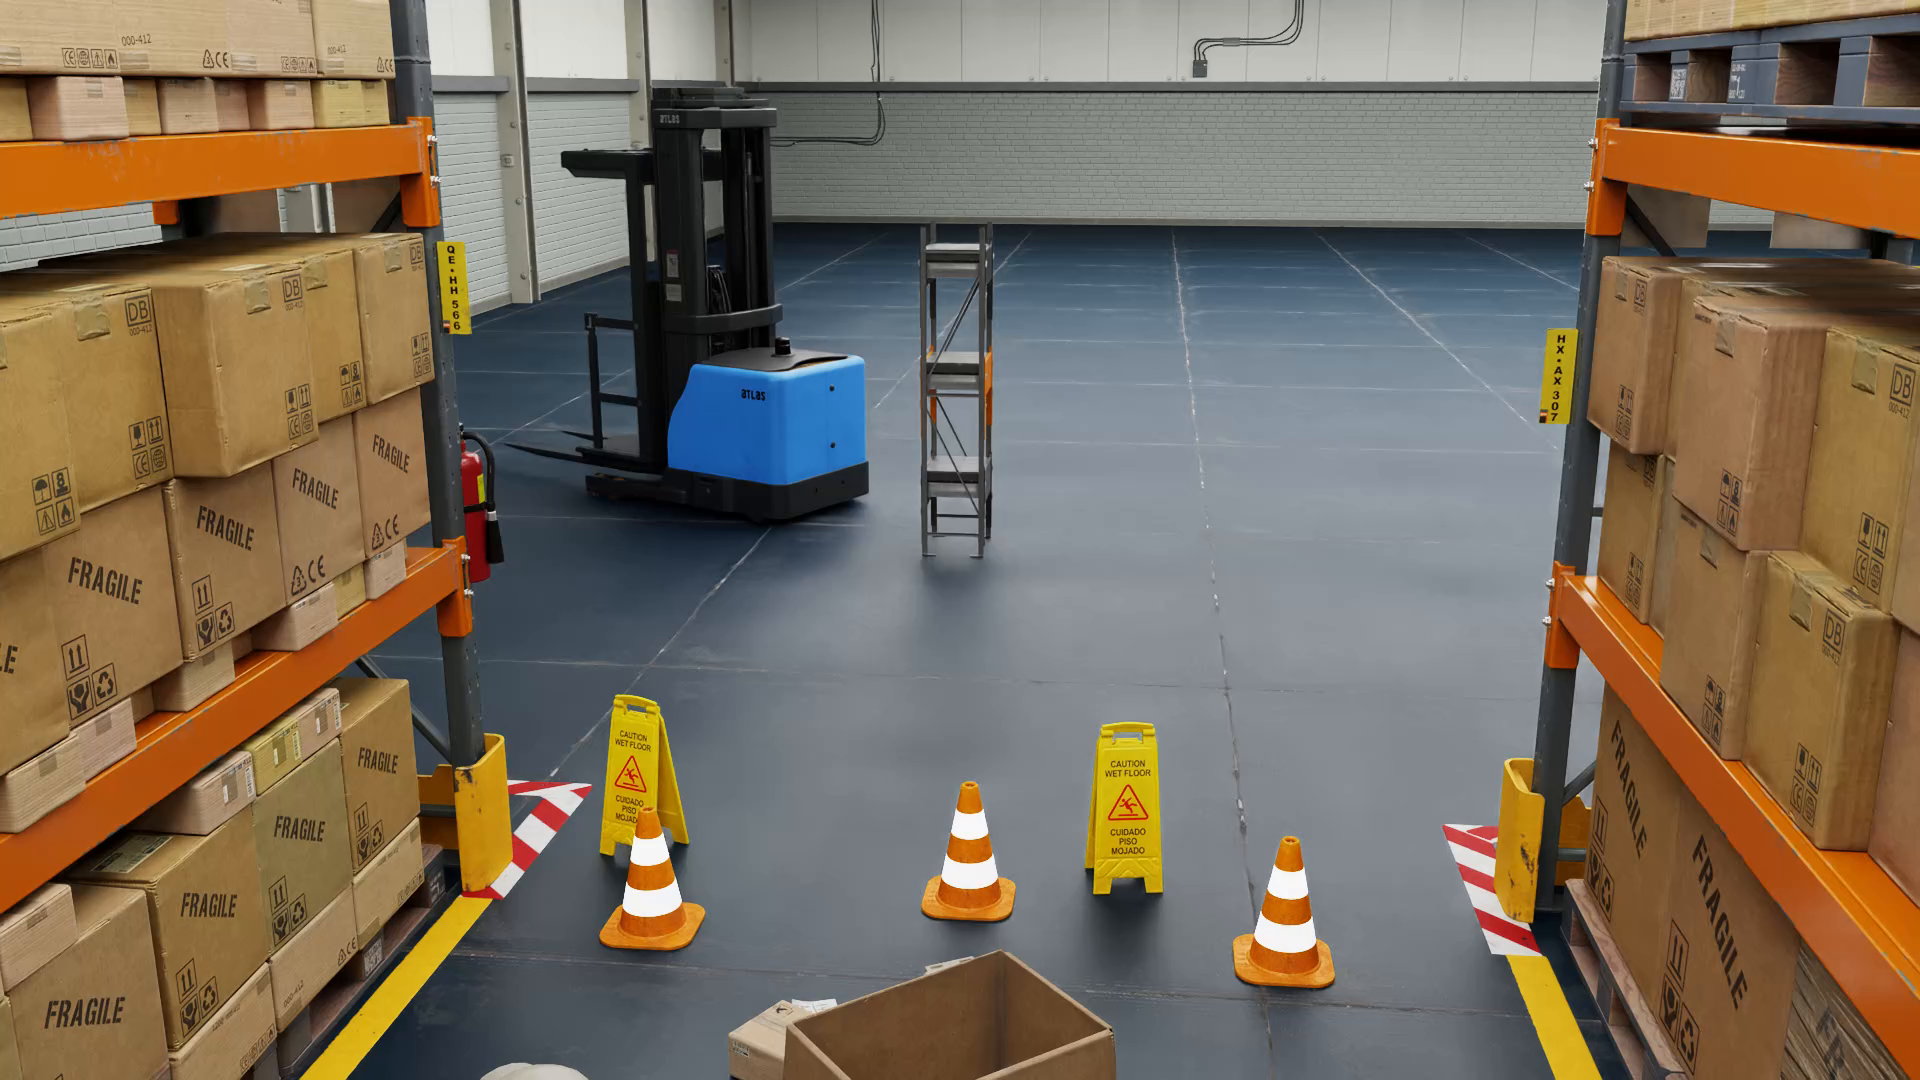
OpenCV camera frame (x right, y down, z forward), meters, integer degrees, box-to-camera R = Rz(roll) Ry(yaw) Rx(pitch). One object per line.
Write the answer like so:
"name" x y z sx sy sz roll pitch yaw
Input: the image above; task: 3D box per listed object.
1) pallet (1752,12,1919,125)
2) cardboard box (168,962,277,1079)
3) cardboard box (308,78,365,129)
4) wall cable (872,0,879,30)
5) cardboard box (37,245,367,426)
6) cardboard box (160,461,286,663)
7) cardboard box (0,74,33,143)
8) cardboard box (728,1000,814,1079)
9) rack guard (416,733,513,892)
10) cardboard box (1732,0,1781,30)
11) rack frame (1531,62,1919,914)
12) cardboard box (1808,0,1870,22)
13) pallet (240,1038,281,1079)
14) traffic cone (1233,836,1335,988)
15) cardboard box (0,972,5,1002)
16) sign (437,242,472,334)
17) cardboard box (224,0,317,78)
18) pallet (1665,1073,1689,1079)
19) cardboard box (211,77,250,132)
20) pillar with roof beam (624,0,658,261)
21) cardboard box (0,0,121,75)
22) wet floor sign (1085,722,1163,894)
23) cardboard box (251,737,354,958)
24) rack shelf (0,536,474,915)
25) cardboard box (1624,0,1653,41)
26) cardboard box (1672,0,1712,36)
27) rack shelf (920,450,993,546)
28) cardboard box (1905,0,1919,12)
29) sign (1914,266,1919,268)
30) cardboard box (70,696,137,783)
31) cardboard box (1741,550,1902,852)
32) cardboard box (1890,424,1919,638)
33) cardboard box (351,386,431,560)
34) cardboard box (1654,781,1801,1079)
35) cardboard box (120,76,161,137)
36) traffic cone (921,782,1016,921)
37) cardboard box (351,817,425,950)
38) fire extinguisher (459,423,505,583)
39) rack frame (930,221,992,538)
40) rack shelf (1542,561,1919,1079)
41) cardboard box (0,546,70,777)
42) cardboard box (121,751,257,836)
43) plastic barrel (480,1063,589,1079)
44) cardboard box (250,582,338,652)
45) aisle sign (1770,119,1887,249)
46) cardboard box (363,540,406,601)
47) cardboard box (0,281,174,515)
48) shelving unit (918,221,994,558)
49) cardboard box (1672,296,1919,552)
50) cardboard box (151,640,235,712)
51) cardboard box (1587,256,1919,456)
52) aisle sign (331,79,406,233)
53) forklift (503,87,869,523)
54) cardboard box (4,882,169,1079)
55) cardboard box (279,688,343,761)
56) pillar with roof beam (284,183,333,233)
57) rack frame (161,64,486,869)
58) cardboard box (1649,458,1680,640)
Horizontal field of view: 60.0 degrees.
"pallet" 2.380 -0.978 3.455 1.003 0.211 1.213 2 15 6
"cardboard box" -2.285 1.410 4.664 0.500 0.250 0.500 1 15 4
"cardboard box" -2.099 -1.363 5.190 0.380 0.149 0.250 2 15 7
"wall cable" -0.528 -12.455 36.256 3.097 2.526 0.112 2 15 6
"cardboard box" -2.246 -0.607 4.983 0.700 0.500 0.500 2 15 7
"cardboard box" -2.249 0.014 4.602 0.500 0.500 0.500 2 15 6
"cardboard box" -2.338 -0.966 3.722 0.380 0.149 0.250 2 15 7
"cardboard box" -0.482 1.573 5.059 0.380 0.149 0.250 11 19 35
"rack guard" -2.349 1.024 6.417 1.175 0.500 0.348 2 15 6
"cardboard box" 2.118 -1.319 4.032 0.380 0.149 0.250 2 15 6
"rack frame" 2.589 -0.083 5.721 1.000 3.000 0.127 2 15 6
"cardboard box" 2.061 -1.188 3.546 0.380 0.149 0.250 2 15 7
"pallet" -2.616 1.689 4.512 1.003 0.211 1.213 2 15 6
"traffic cone" 1.118 1.238 5.698 0.336 0.463 0.334 2 15 6
"cardboard box" -2.328 0.976 3.591 0.380 0.149 0.250 2 15 8
"sign" -1.792 -0.892 5.891 0.100 0.325 0.005 2 15 6
"cardboard box" -2.202 -1.451 4.751 0.500 0.250 0.500 1 15 5
"pallet" 2.436 1.789 4.143 1.003 0.211 1.213 2 15 6
"cardboard box" -2.257 -1.231 4.703 0.380 0.149 0.250 2 15 7
"pillar with roof beam" -1.262 -9.187 27.899 9.100 9.000 0.400 2 15 6
"cardboard box" -2.297 -1.185 3.767 0.500 0.250 0.500 2 15 7
"wet floor sign" 0.625 0.988 6.272 0.267 0.644 0.232 -1 15 -3
"cardboard box" -2.228 0.911 5.072 0.500 0.500 0.500 2 15 8
"rack shelf" -2.567 0.664 4.339 1.077 0.370 4.000 2 15 6
"cardboard box" 2.232 -1.581 5.001 0.380 0.149 0.250 2 15 7
"cardboard box" 2.175 -1.450 4.516 0.380 0.149 0.250 2 15 6
"rack shelf" -0.019 -0.282 10.915 0.431 0.518 0.480 2 15 6
"cardboard box" 2.003 -1.057 3.064 0.380 0.149 0.250 2 15 6
"sign" 3.126 -0.736 5.467 0.100 0.325 0.005 2 15 6
"cardboard box" -2.284 0.487 4.097 0.380 0.149 0.250 2 15 6
"cardboard box" 2.345 0.366 3.775 0.875 0.550 0.500 2 15 6
"cardboard box" 2.357 -0.016 3.117 0.875 0.550 0.550 2 15 6
"cardboard box" -2.128 -0.245 5.561 0.500 0.500 0.500 1 15 5
"cardboard box" 2.481 1.146 4.442 0.875 0.875 0.875 1 15 5
"cardboard box" -2.276 -1.097 4.207 0.380 0.149 0.250 1 15 5
"traffic cone" 0.034 1.116 6.147 0.336 0.463 0.334 2 15 6
"cardboard box" -2.168 1.146 5.640 0.500 0.250 0.500 2 15 6
"fire extinguisher" -1.870 -0.181 6.233 0.296 0.674 0.183 2 15 6
"rack frame" 0.009 -1.034 10.963 0.400 2.100 0.015 2 15 6
"rack shelf" 2.363 0.783 3.897 1.077 0.370 4.000 2 15 6
"cardboard box" -2.363 0.277 3.631 0.500 0.500 0.500 2 15 6
"cardboard box" -2.210 0.693 4.635 0.380 0.149 0.250 2 15 9
"plastic barrel" -1.070 1.622 4.354 0.421 0.421 0.512 -14 20 -42
"cardboard box" -2.138 0.225 5.065 0.380 0.149 0.250 2 15 7
"aisle sign" 2.895 -1.347 5.417 0.394 0.787 0.004 2 15 6
"cardboard box" -2.089 0.091 5.559 0.380 0.149 0.250 2 15 6
"cardboard box" -2.396 -0.346 4.019 0.700 0.500 0.500 2 15 6
"shelving unit" -0.019 -0.971 10.729 0.431 2.100 0.503 2 15 6
"cardboard box" 2.340 -0.295 4.149 0.875 0.550 0.550 2 15 6
"cardboard box" -2.245 0.356 4.580 0.380 0.149 0.250 2 15 6
"cardboard box" 2.509 -0.581 5.209 0.875 0.550 0.550 2 15 6
"aisle sign" -2.046 -1.465 5.852 0.394 0.787 0.004 2 15 6
"forklift" -2.170 -1.811 12.243 3.031 2.935 1.130 10 18 33
"cardboard box" -2.349 1.179 4.081 0.500 0.500 0.500 3 15 9
"cardboard box" -2.147 0.560 5.129 0.380 0.149 0.250 2 15 8
"pillar with roof beam" -2.616 -6.075 16.389 9.100 9.000 0.400 2 15 6
"rack frame" -2.341 -0.202 6.163 1.000 3.000 0.127 2 15 6
"cardboard box" 2.552 0.086 4.811 0.875 0.550 0.550 2 15 6
